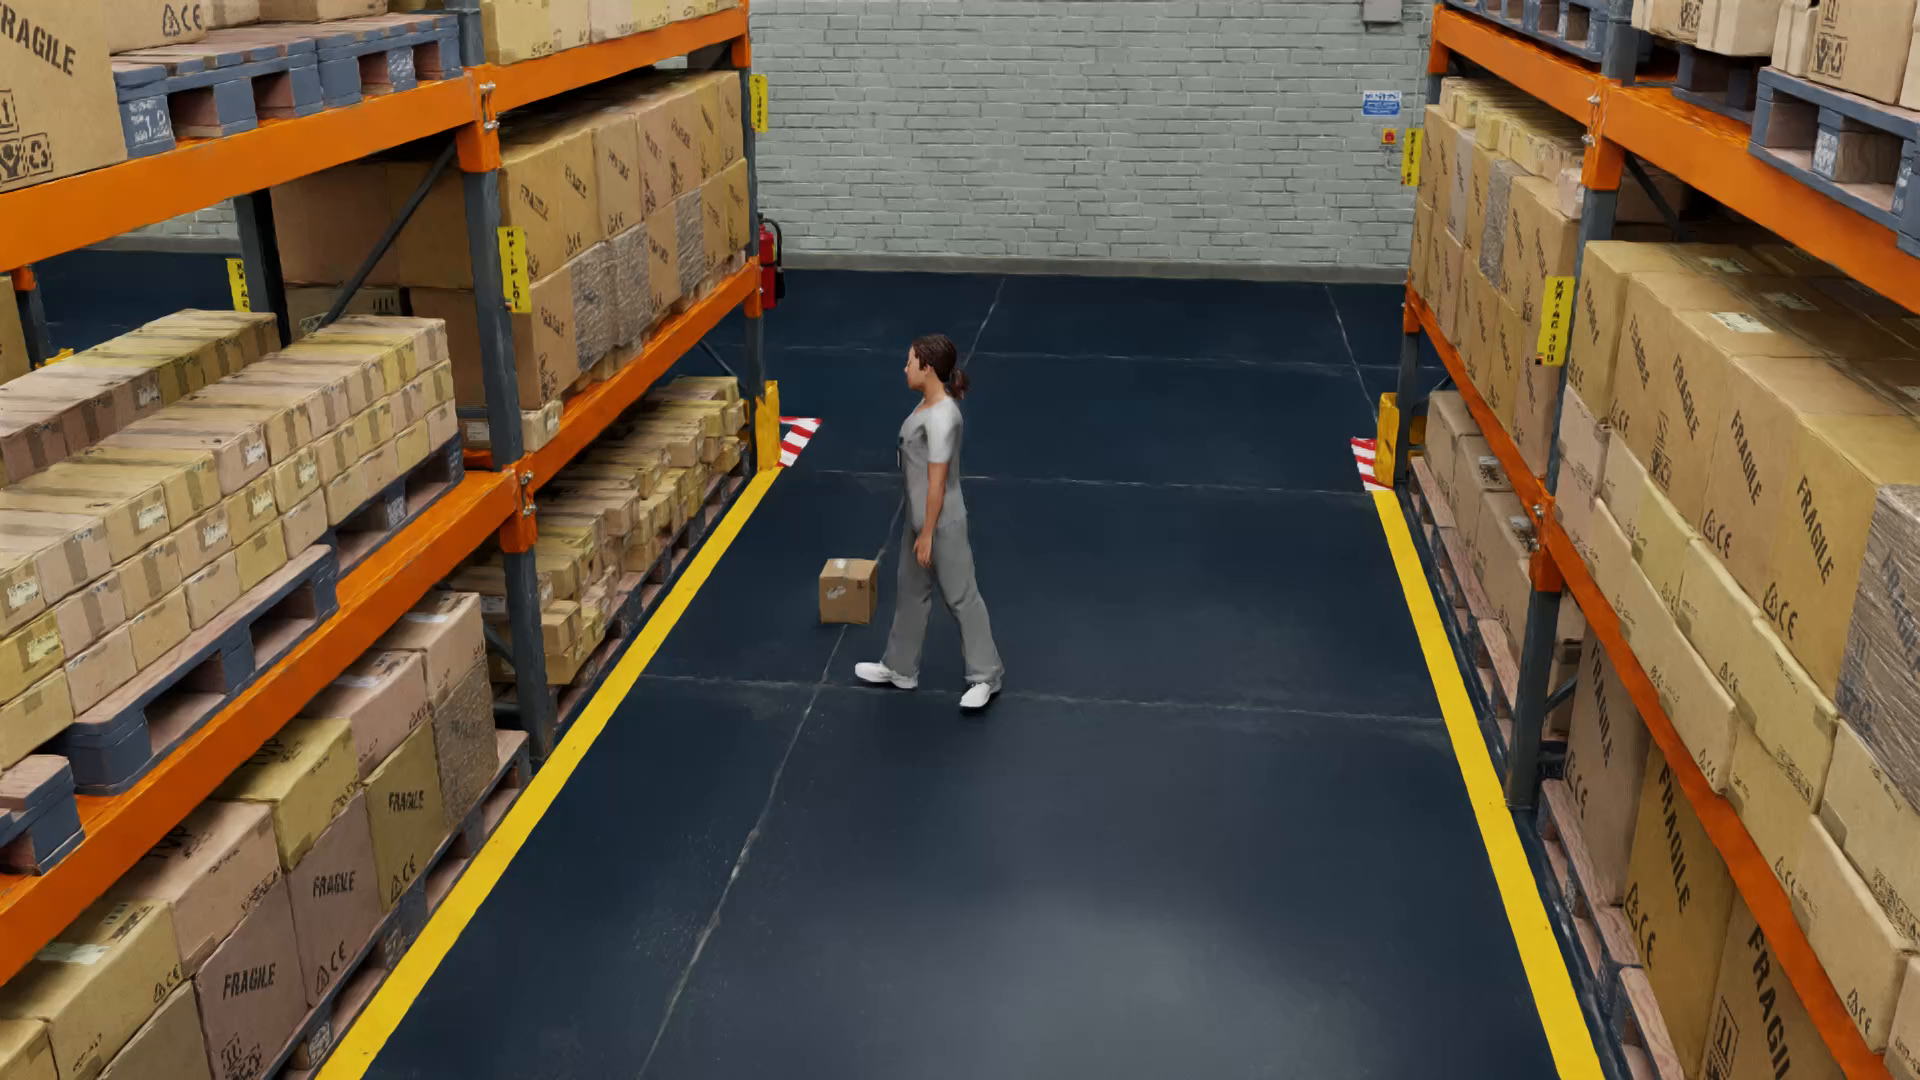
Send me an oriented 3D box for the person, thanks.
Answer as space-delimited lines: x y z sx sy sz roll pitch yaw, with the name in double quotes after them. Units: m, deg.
-0.140 -0.106 7.345 0.659 1.661 0.646 -3 21 -8 "person"
